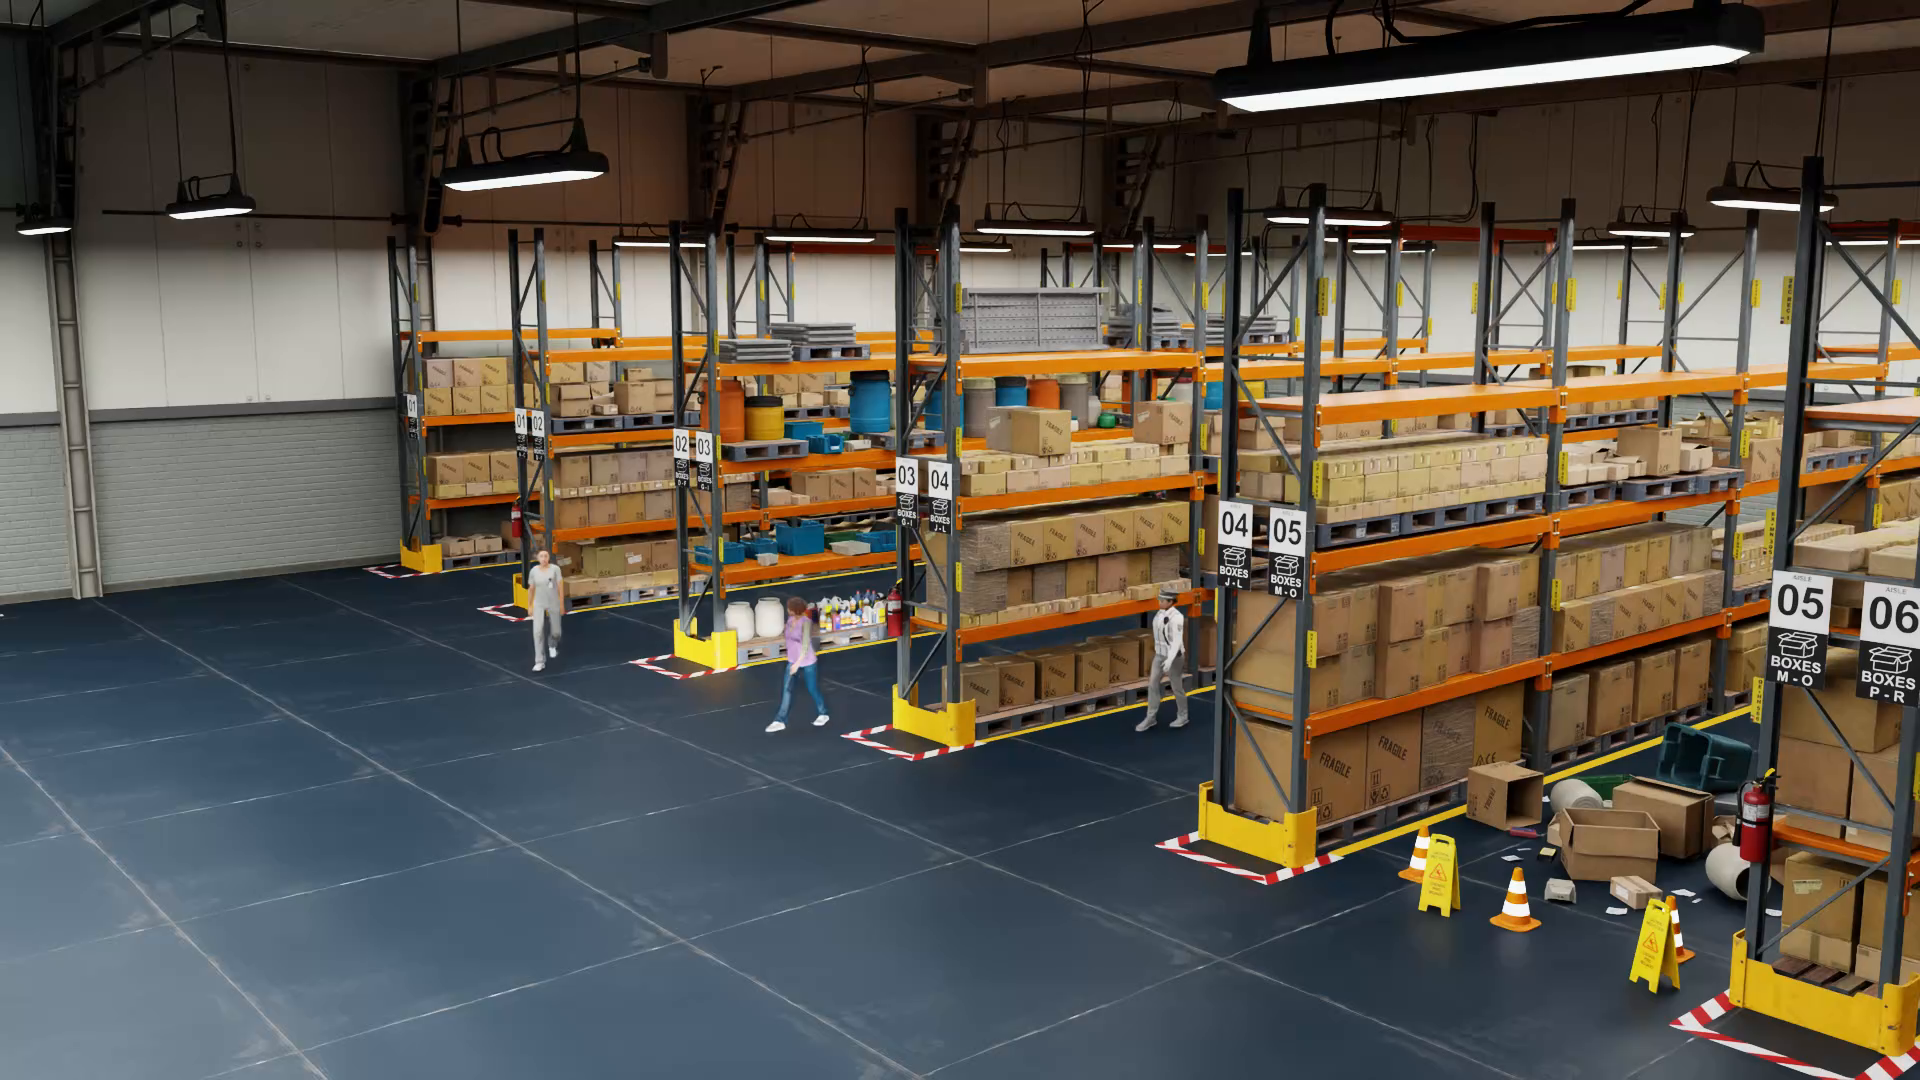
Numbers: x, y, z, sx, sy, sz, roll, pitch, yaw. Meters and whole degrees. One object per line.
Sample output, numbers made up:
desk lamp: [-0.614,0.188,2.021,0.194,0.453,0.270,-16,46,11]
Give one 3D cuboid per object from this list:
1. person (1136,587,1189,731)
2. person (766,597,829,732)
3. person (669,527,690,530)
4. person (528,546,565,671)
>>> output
person: [2.388,1.384,19.375,0.661,1.676,0.526,-5,10,-30]
person: [-1.899,1.430,19.280,0.443,1.556,0.916,8,12,41]
person: [-5.196,-0.254,29.896,0.656,1.695,0.594,-7,11,-37]
person: [-5.602,0.891,22.519,0.490,1.647,0.810,-1,9,-8]
